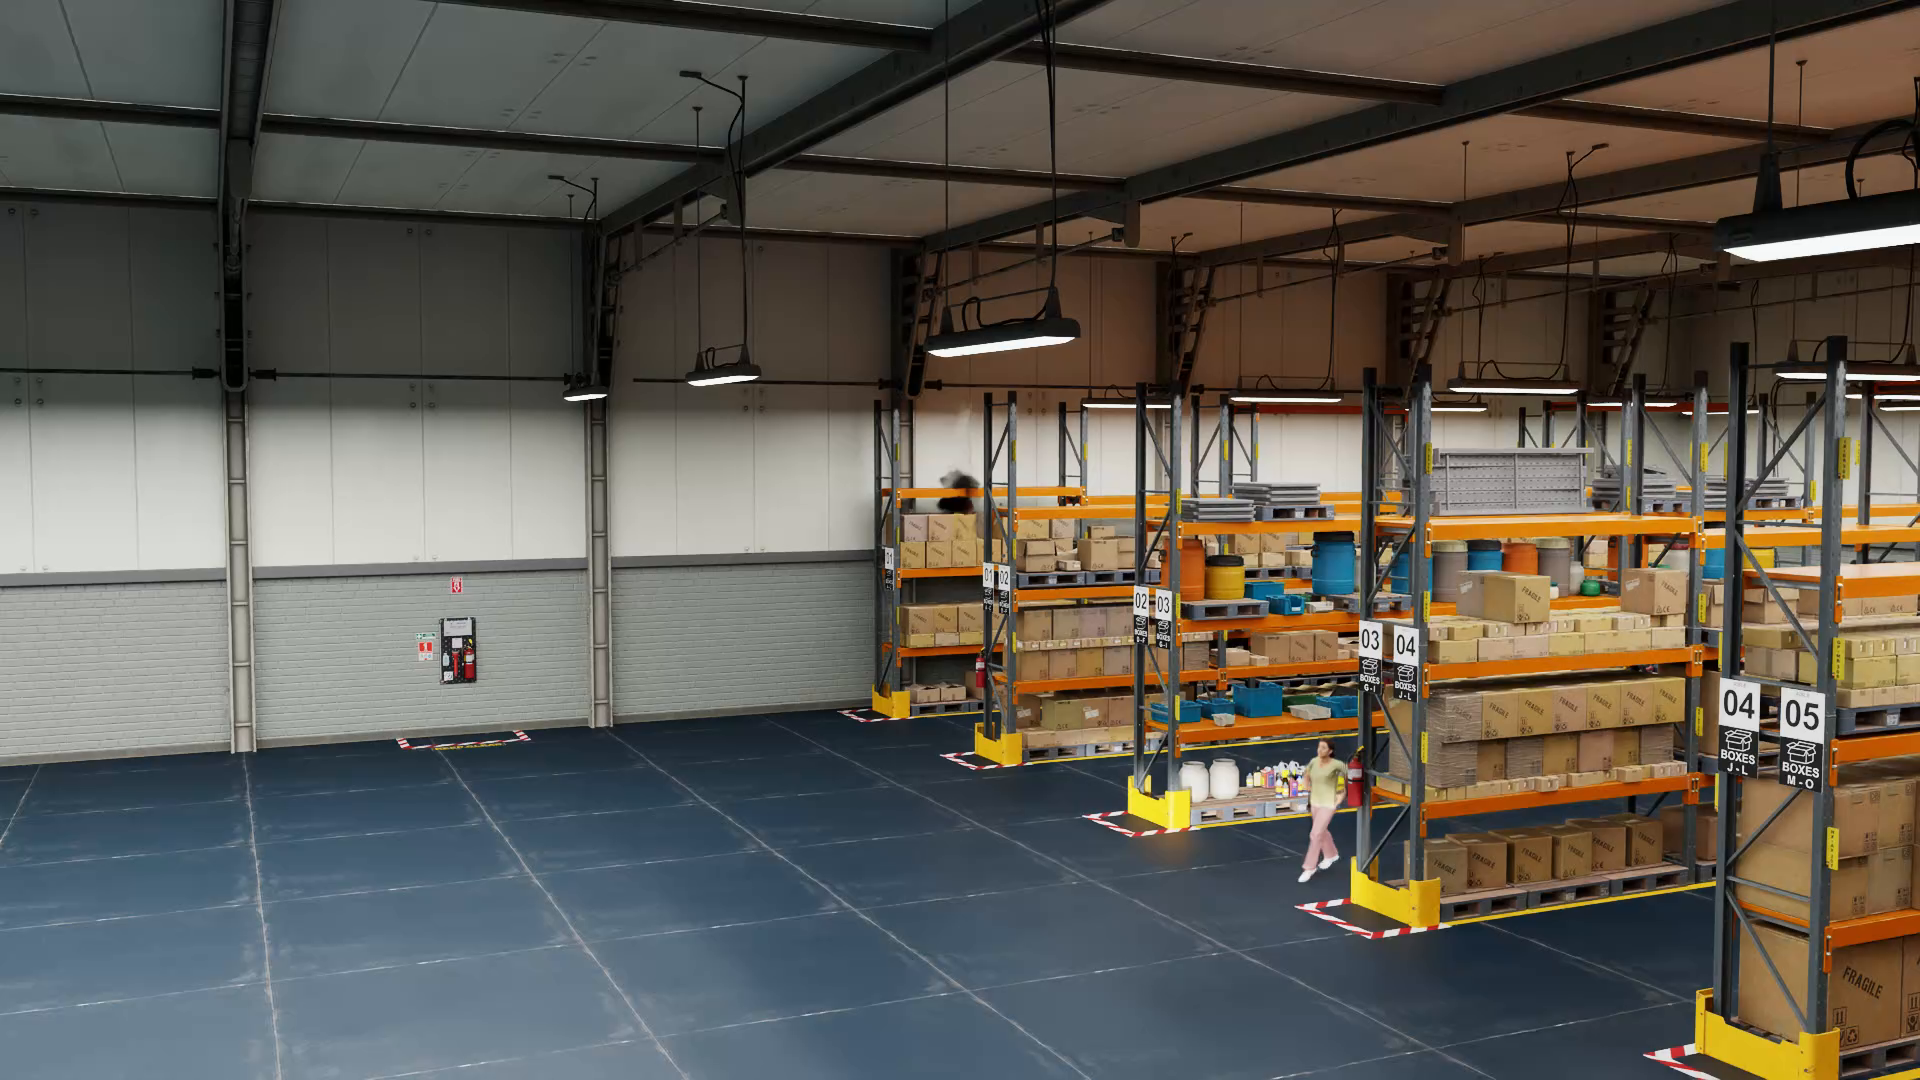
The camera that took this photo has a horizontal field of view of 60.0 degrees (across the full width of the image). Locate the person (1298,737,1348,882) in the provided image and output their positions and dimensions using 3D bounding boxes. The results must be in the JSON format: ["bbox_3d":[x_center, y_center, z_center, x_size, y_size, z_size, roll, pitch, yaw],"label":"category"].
[{"bbox_3d":[4.351,3.185,19.756,0.794,1.720,0.602,-3,4,-38],"label":"person"}]
